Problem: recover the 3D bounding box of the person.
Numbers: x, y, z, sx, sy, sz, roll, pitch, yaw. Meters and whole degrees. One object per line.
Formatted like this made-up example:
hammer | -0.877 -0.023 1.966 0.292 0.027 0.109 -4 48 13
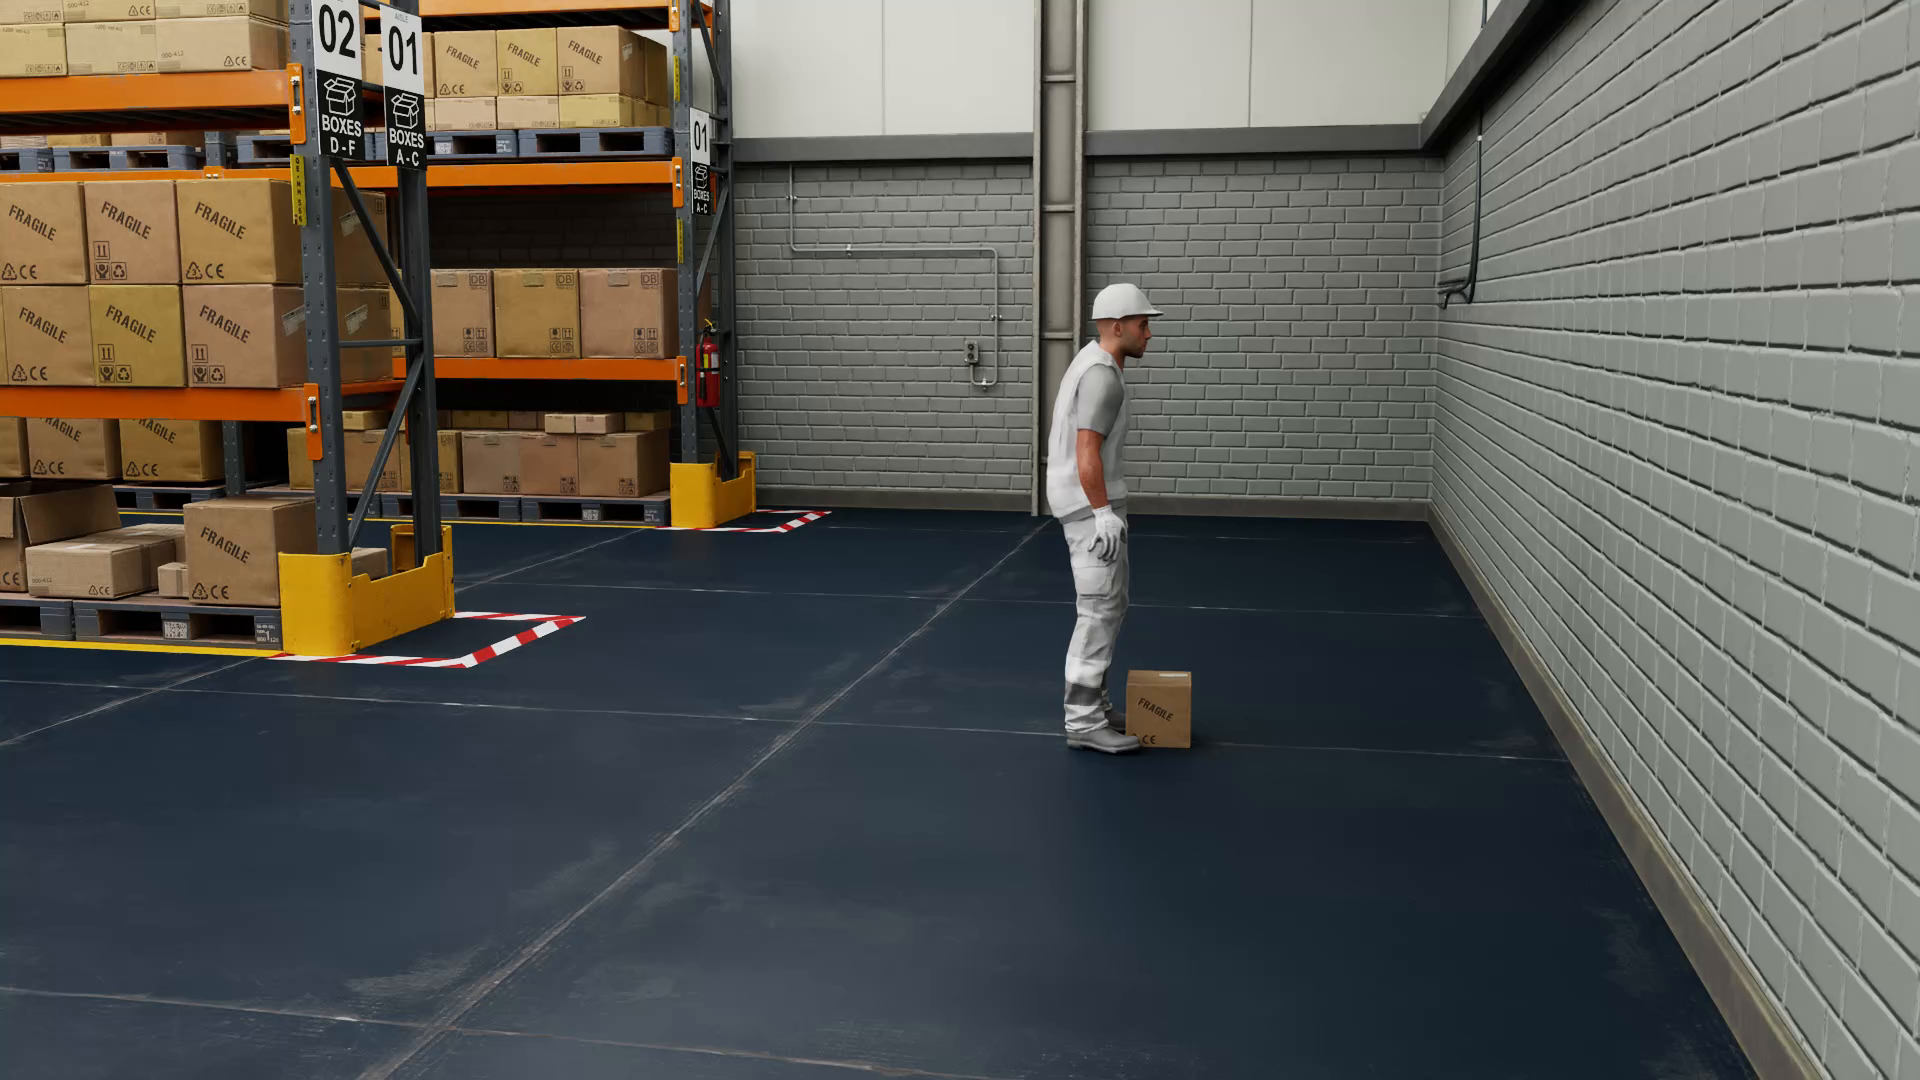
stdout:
person | 0.562 -0.102 6.488 0.448 1.780 0.619 1 8 8
